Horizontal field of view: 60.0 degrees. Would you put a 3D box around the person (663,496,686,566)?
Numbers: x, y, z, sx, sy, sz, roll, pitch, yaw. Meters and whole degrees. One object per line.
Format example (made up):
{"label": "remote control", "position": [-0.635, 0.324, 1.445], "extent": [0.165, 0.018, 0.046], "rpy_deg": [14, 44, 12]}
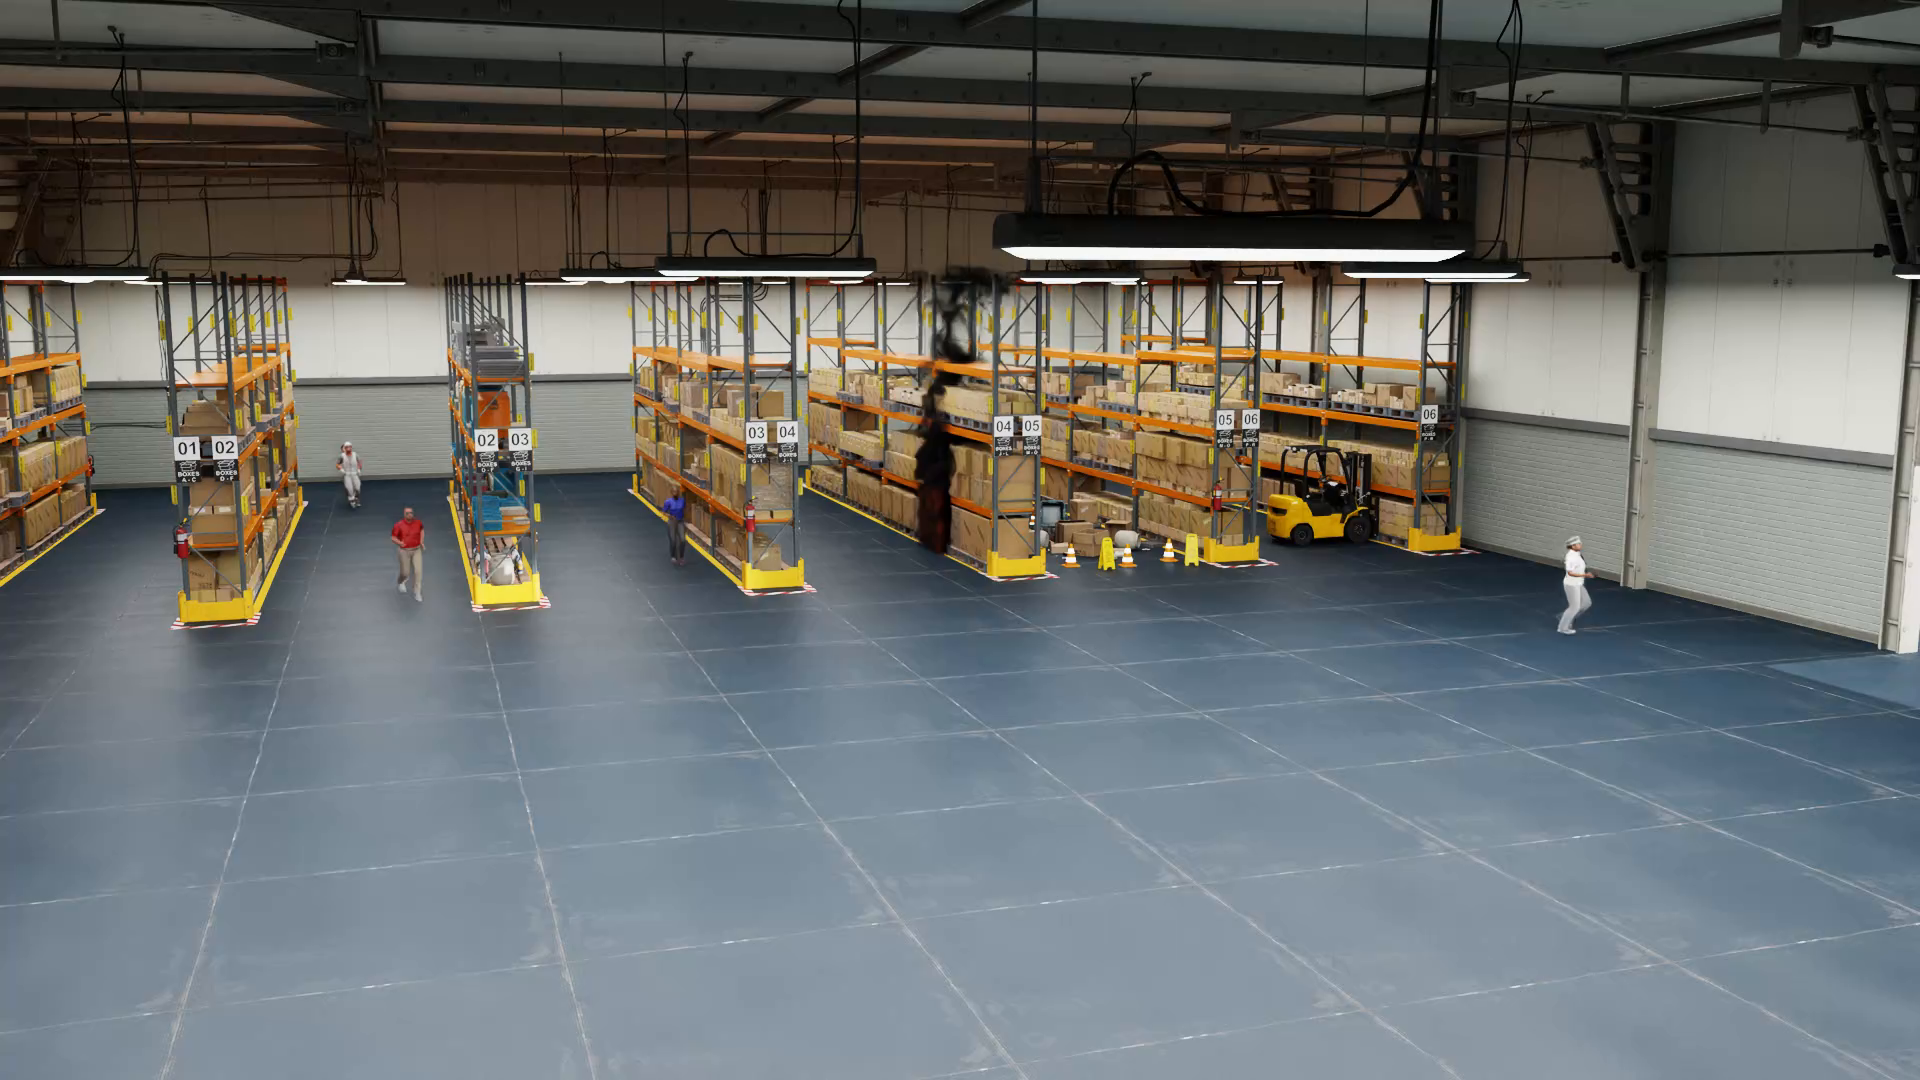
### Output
{"label": "person", "position": [-5.928, -0.187, 34.641], "extent": [0.532, 1.484, 0.613], "rpy_deg": [-4, 9, -22]}

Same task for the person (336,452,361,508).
{"label": "person", "position": [-15.968, -1.566, 43.522], "extent": [0.630, 1.483, 0.590], "rpy_deg": [-5, 10, -29]}

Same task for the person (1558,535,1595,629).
{"label": "person", "position": [10.265, 0.708, 27.597], "extent": [0.563, 1.591, 0.563], "rpy_deg": [5, 10, 32]}

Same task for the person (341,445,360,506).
{"label": "person", "position": [-16.256, -1.725, 44.229], "extent": [0.537, 1.639, 0.596], "rpy_deg": [8, 12, 43]}
